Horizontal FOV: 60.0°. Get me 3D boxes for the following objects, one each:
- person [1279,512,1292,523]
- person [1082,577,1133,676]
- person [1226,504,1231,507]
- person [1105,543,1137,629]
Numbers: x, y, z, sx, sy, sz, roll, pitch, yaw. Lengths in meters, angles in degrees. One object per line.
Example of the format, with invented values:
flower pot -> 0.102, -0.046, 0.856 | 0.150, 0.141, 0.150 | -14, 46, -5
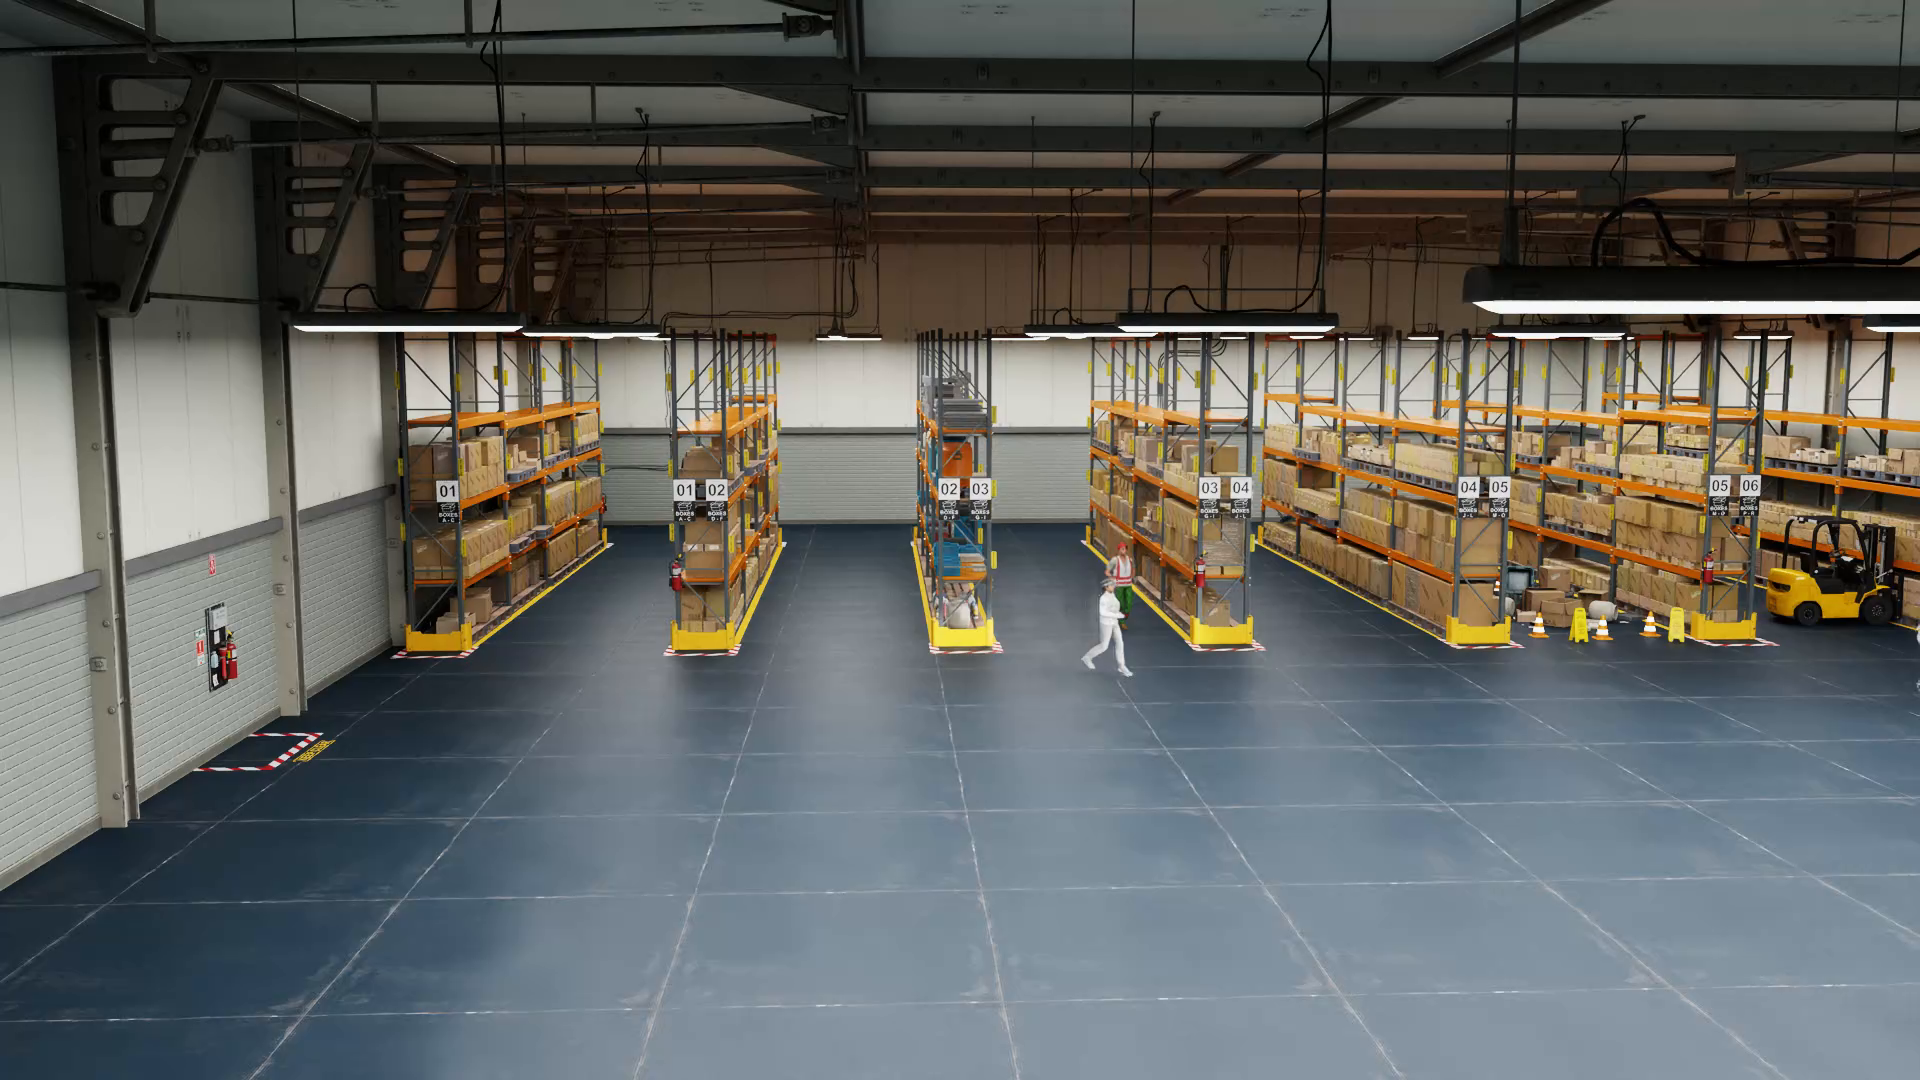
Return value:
person -> 9.711, -0.805, 49.268 | 0.660, 1.459, 0.646 | 5, 8, 36
person -> 2.565, 1.487, 28.840 | 0.923, 1.714, 0.624 | 4, 8, 29
person -> 7.441, -0.606, 46.485 | 0.714, 1.749, 0.786 | 0, 7, 3
person -> 3.261, 0.915, 33.542 | 0.658, 1.740, 0.606 | -2, 7, -20
